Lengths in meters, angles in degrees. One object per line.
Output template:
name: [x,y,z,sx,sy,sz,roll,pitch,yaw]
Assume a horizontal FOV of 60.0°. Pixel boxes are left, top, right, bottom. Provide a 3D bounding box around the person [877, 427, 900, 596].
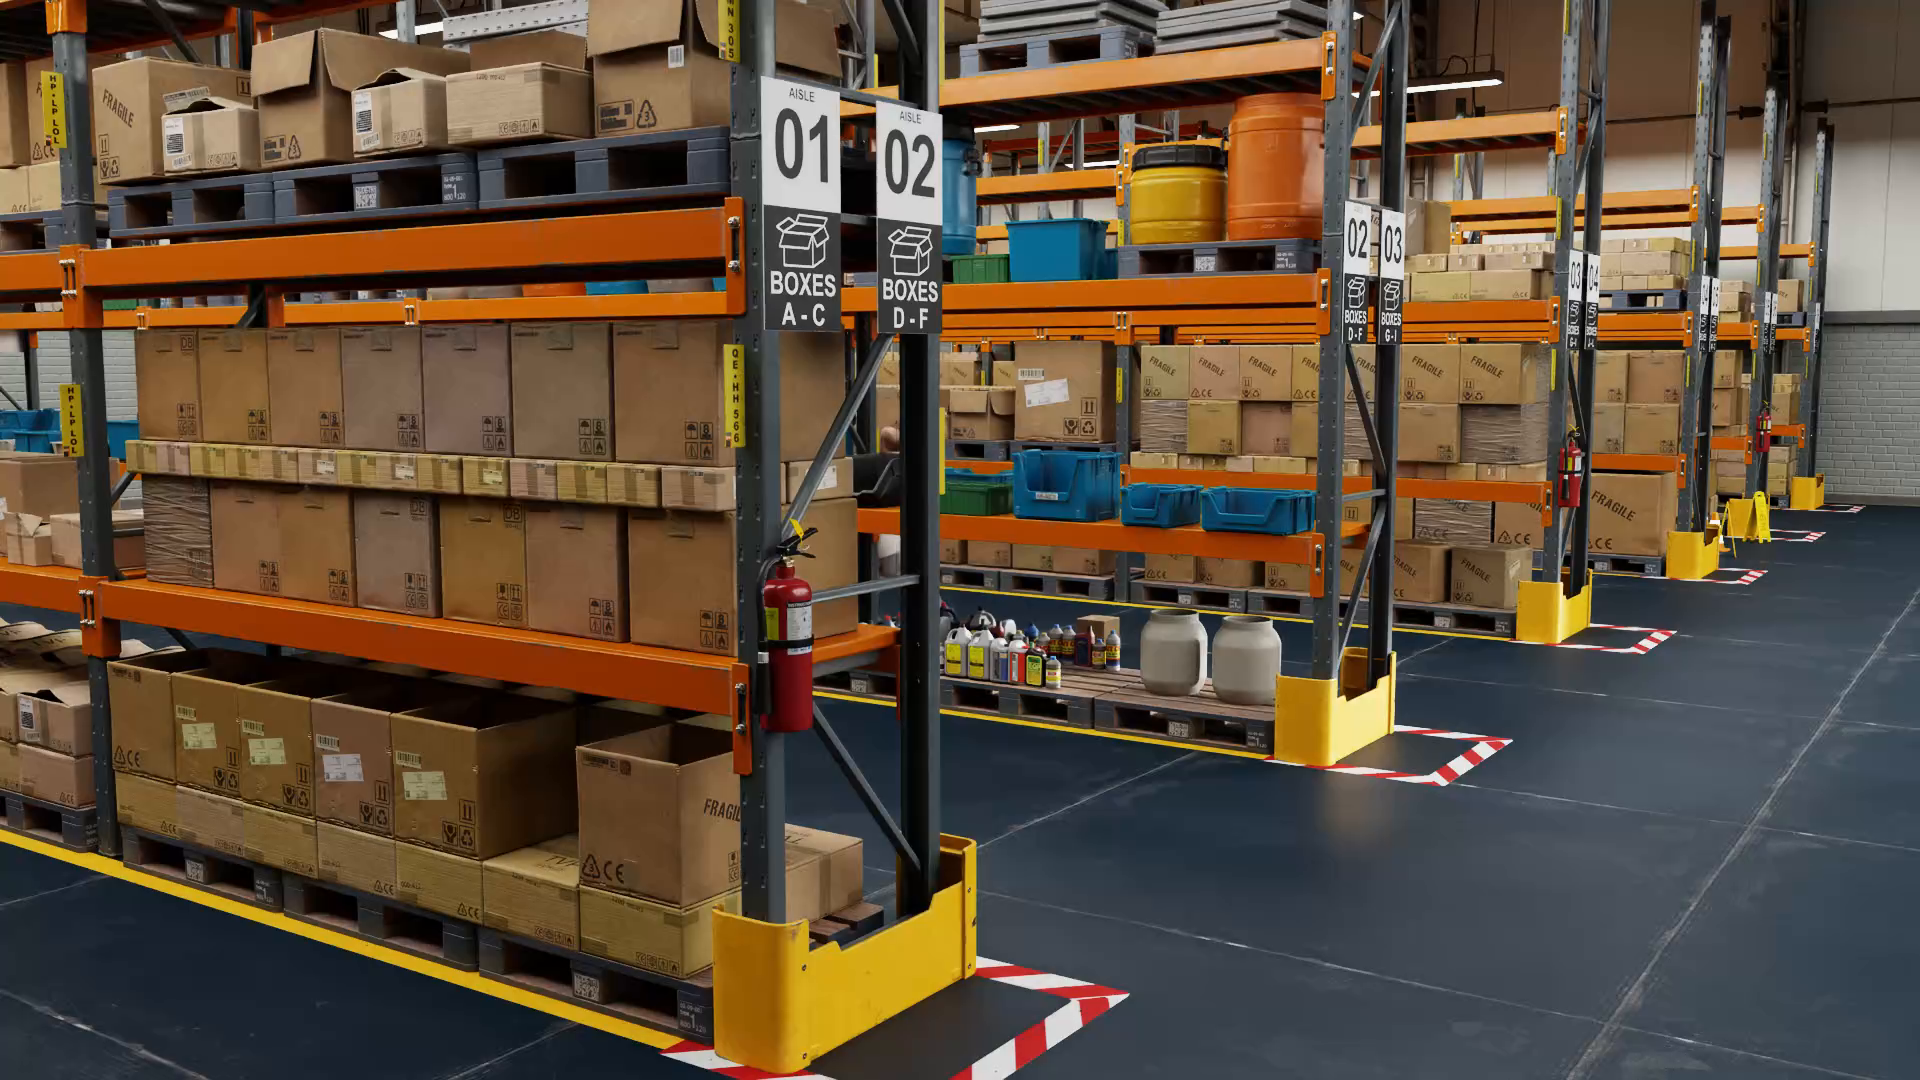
person: [-0.640,-0.102,14.188,1.145,1.729,0.569,3,7,25]
